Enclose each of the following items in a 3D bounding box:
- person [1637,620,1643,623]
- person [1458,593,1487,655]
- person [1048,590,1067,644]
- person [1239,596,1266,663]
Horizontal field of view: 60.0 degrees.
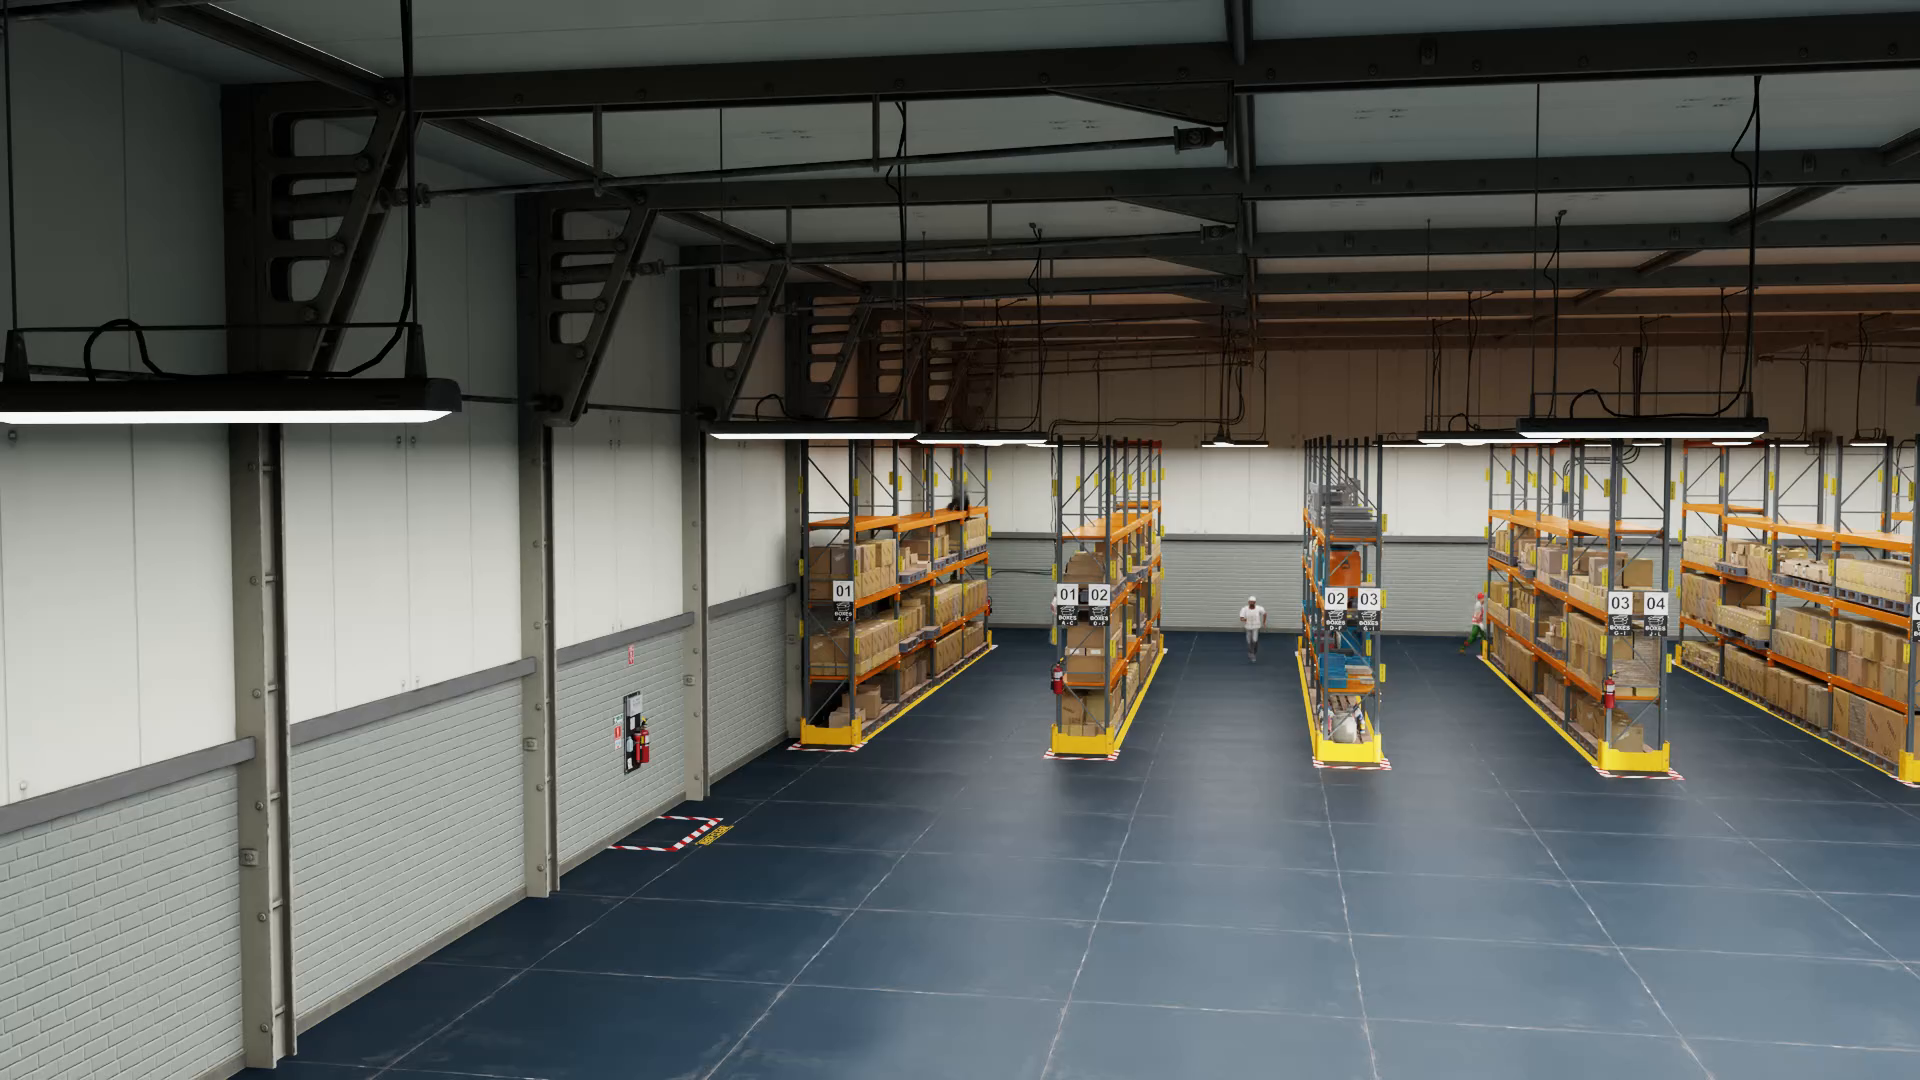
[{"bbox_3d":[18.343,2.400,45.599,0.738,1.721,0.708,1,3,24],"label":"person"},{"bbox_3d":[14.444,2.352,46.578,0.888,1.738,0.720,1,3,23],"label":"person"},{"bbox_3d":[2.968,2.240,49.359,0.518,1.630,0.641,3,4,43],"label":"person"},{"bbox_3d":[7.898,2.418,44.936,0.683,1.811,0.823,1,3,16],"label":"person"}]
